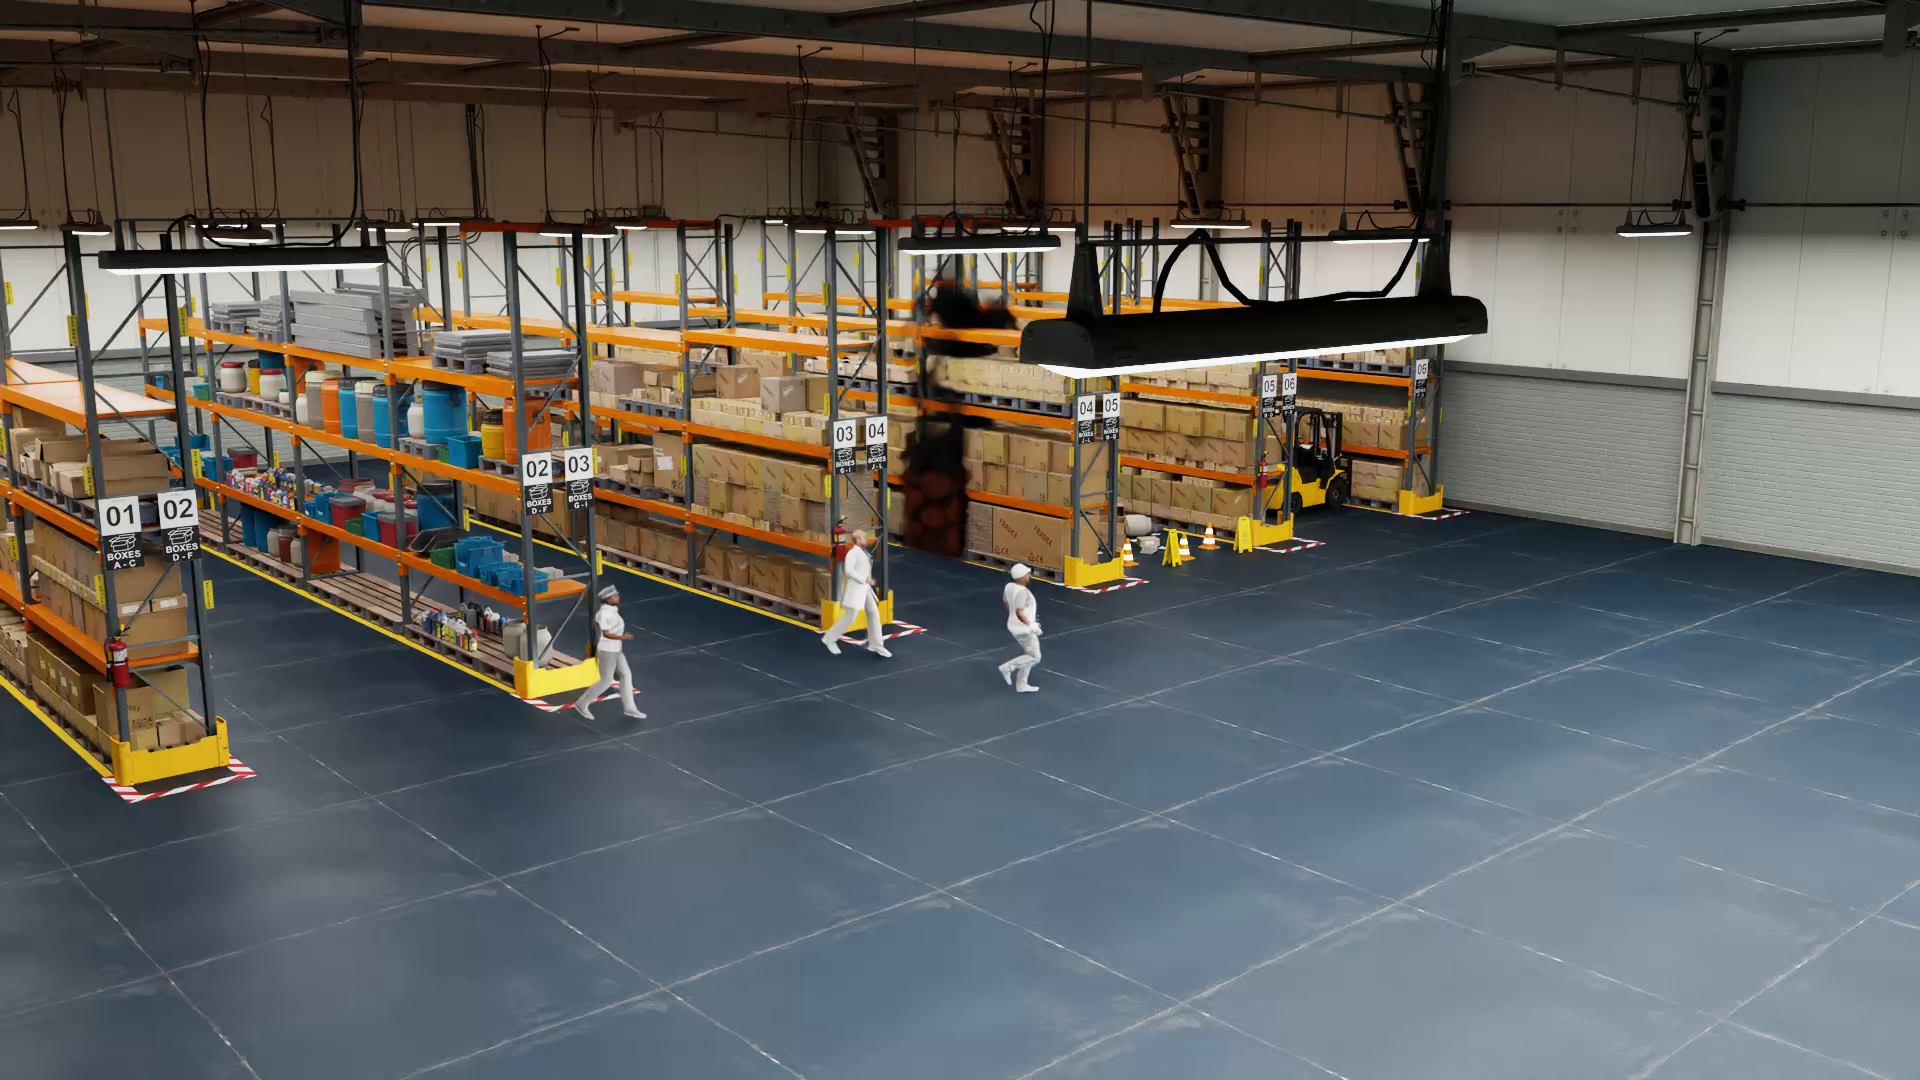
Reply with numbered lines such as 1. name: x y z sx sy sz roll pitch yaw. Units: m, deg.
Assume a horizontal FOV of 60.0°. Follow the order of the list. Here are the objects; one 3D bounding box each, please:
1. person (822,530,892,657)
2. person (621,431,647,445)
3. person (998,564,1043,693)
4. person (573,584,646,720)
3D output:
1. person: -1.415 0.739 23.716 1.020 1.771 0.762 4 12 17
2. person: -8.241 -2.923 41.861 0.990 1.835 0.728 -8 14 -34
3. person: 0.764 1.161 21.753 0.605 1.735 0.686 -3 12 -16
4. person: -4.364 1.391 20.659 0.883 1.699 0.590 -1 11 -4
